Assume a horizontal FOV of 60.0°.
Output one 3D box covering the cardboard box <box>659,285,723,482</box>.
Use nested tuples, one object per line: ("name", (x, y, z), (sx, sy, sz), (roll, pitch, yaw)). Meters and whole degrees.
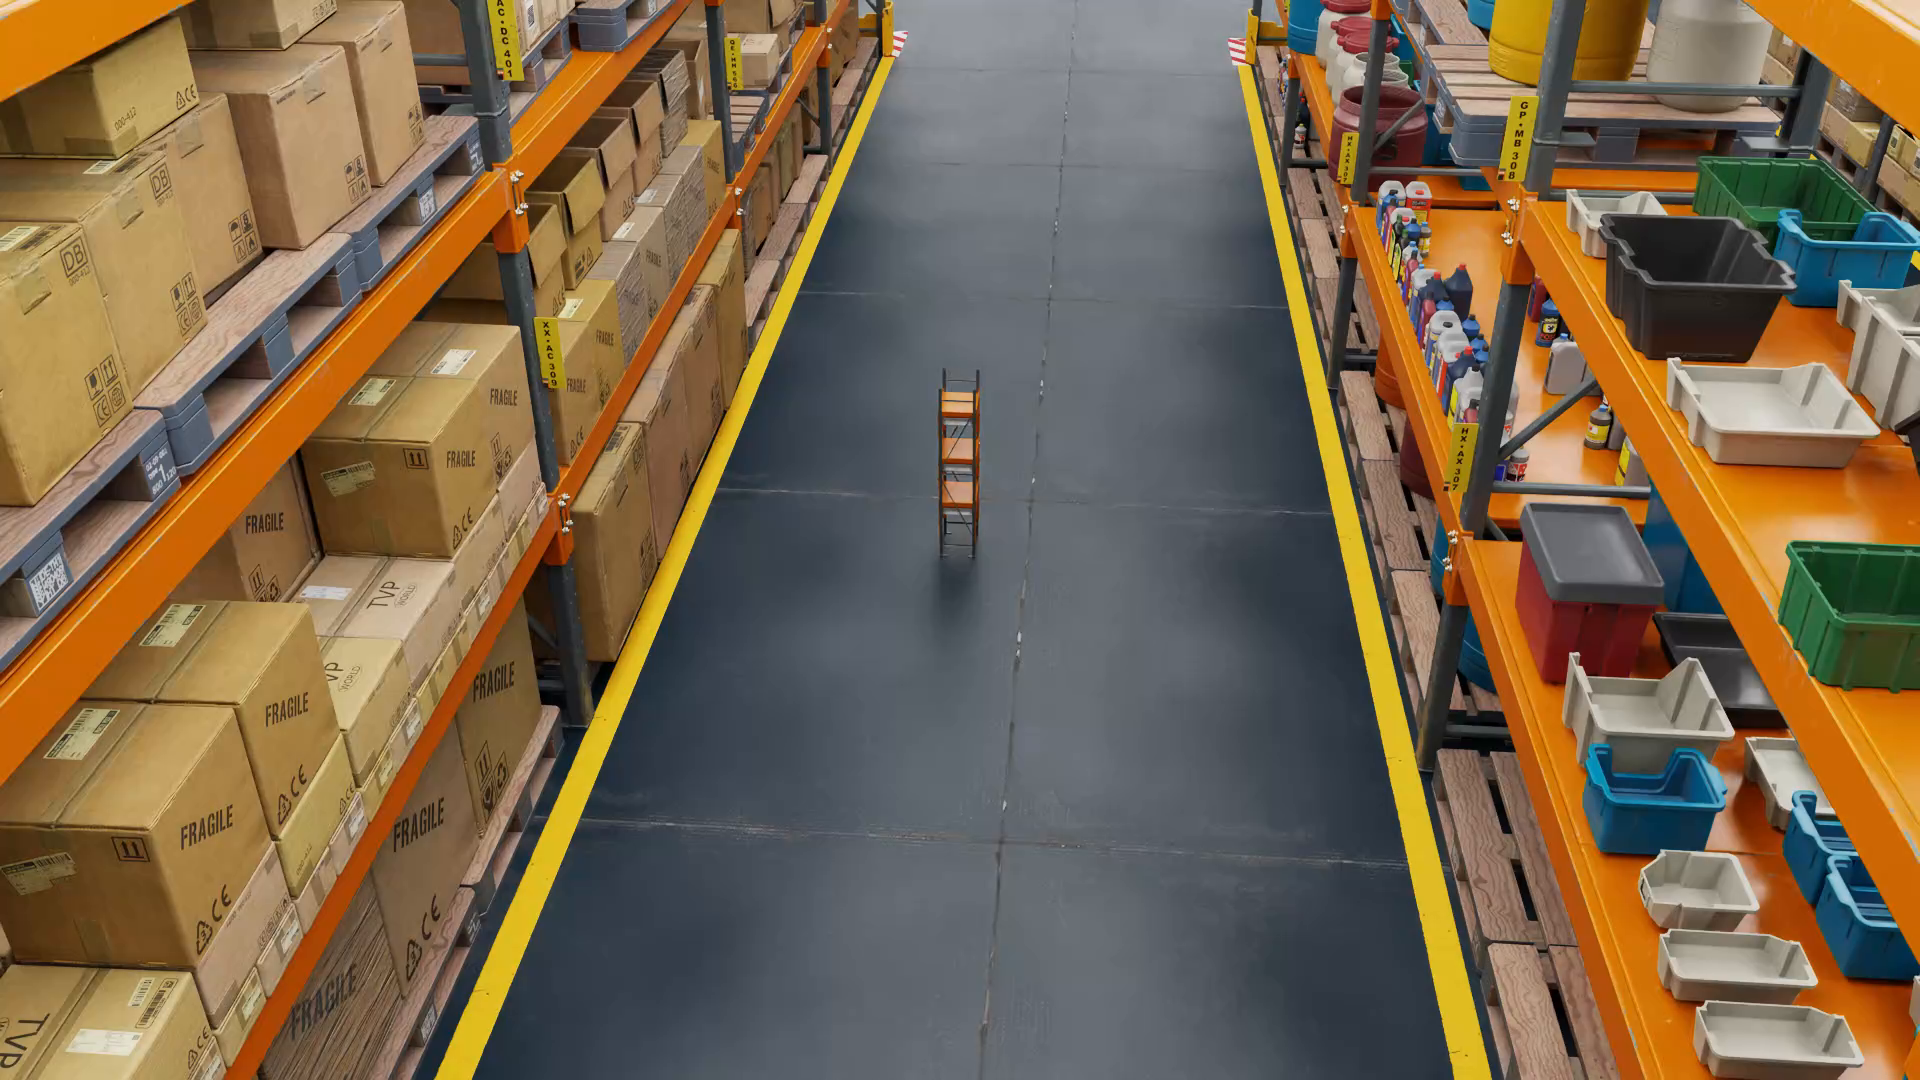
("cardboard box", (-2.124, -0.953, 9.842), (1.225, 0.875, 0.875), (3, 32, 4))

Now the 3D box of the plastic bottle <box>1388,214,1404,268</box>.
("plastic bottle", (2.519, -1.720, 9.574), (0.061, 0.283, 0.133), (2, 32, 4))

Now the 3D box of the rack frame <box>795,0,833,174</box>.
("rack frame", (-1.641, -4.596, 14.129), (1.000, 3.000, 0.127), (2, 32, 4))

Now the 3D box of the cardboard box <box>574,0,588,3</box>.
("cardboard box", (-2.111, -2.935, 8.076), (0.797, 0.503, 0.637), (2, 32, 3))

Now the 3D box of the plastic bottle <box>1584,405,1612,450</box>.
("plastic bottle", (2.966, -0.529, 7.719), (0.097, 0.201, 0.097), (0, 32, 0))

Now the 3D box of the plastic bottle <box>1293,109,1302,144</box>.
("plastic bottle", (3.006, -3.681, 14.814), (0.061, 0.283, 0.133), (4, 32, 6))

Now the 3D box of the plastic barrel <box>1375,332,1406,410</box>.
("plastic barrel", (2.947, -1.291, 10.434), (0.600, 0.830, 0.708), (2, 32, 4))

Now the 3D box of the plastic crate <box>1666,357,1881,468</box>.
("plastic crate", (2.240, -0.365, 4.656), (0.437, 0.136, 0.530), (2, 32, 4))

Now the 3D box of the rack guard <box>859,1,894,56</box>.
("rack guard", (-1.321, -5.584, 18.114), (1.175, 0.500, 0.348), (2, 32, 4))

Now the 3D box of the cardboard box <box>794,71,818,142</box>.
("cardboard box", (-1.568, -3.918, 15.011), (0.500, 0.500, 0.500), (2, 32, 2))

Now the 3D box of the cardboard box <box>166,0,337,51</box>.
("cardboard box", (-2.375, -1.781, 5.397), (0.500, 0.250, 0.500), (0, 32, 1))

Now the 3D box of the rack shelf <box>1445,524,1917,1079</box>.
("rack shelf", (2.482, 1.151, 5.489), (1.077, 0.370, 4.000), (2, 32, 4))

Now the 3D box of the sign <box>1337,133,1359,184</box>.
("sign", (2.421, -2.382, 10.381), (0.100, 0.325, 0.005), (2, 32, 4))

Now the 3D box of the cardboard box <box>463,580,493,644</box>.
("cardboard box", (-2.053, 0.271, 6.471), (0.380, 0.149, 0.250), (3, 32, 5))

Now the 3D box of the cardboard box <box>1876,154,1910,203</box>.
("cardboard box", (7.953, -2.979, 13.725), (0.500, 0.250, 0.500), (2, 32, 3))

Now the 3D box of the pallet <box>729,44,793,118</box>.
("pallet", (-1.846, -3.459, 12.467), (1.003, 0.211, 1.213), (2, 32, 4))

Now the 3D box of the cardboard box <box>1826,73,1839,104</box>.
("cardboard box", (8.142, -4.273, 15.110), (0.500, 0.500, 0.500), (2, 32, 4))

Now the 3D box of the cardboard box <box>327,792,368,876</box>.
("cardboard box", (-2.158, 0.942, 5.382), (0.380, 0.149, 0.250), (2, 32, 3))

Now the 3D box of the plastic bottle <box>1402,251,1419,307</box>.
("plastic bottle", (2.473, -1.428, 9.100), (0.061, 0.283, 0.133), (2, 32, 4))

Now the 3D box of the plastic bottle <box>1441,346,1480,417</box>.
("plastic bottle", (2.408, -0.771, 7.970), (0.144, 0.351, 0.185), (2, 32, 4))

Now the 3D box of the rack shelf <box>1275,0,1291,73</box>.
("rack shelf", (3.459, -5.124, 15.671), (1.077, 0.370, 4.000), (2, 32, 4))

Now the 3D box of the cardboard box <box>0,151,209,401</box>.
("cardboard box", (-2.469, -0.698, 4.353), (0.700, 0.500, 0.500), (0, 32, 1))

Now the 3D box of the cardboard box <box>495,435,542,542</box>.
("cardboard box", (-2.066, -0.233, 6.909), (0.500, 0.250, 0.500), (2, 32, 3))

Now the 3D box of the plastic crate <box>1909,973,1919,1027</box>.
("plastic crate", (2.831, 1.343, 4.686), (0.250, 0.136, 0.298), (2, 32, 4))

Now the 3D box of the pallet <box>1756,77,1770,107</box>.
("pallet", (8.538, -4.674, 16.913), (1.003, 0.211, 1.213), (2, 32, 4))

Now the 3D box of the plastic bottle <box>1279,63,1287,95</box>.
("plastic bottle", (3.127, -4.454, 16.069), (0.061, 0.283, 0.133), (3, 32, 5))

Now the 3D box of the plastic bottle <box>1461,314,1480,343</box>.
("plastic bottle", (2.581, -1.017, 8.444), (0.097, 0.271, 0.097), (0, 32, 0))

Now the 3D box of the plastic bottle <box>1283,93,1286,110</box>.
("plastic bottle", (3.102, -4.146, 15.647), (0.097, 0.201, 0.097), (0, 32, 0))

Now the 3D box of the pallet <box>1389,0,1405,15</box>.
("pallet", (2.810, -3.093, 9.012), (1.003, 0.211, 1.213), (2, 32, 4))

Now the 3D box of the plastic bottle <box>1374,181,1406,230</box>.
("plastic bottle", (2.613, -2.027, 10.079), (0.152, 0.276, 0.135), (2, 32, 4))

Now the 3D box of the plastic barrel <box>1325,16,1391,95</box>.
("plastic barrel", (2.940, -3.568, 12.331), (0.433, 0.535, 0.433), (0, 32, 0))

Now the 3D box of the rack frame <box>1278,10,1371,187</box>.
("rack frame", (3.296, -4.384, 13.785), (1.000, 3.000, 0.127), (2, 32, 4))

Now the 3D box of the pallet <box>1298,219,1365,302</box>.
("pallet", (3.174, -2.145, 12.810), (1.003, 0.211, 1.213), (2, 32, 4))

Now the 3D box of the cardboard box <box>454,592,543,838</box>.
("cardboard box", (-2.426, 0.655, 7.233), (0.875, 0.875, 0.875), (2, 32, 4))

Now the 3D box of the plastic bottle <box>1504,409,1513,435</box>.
("plastic bottle", (2.510, -0.532, 7.723), (0.097, 0.201, 0.097), (0, 32, 0))

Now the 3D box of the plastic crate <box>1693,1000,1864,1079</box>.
("plastic crate", (2.243, 1.392, 4.606), (0.396, 0.136, 0.243), (2, 32, 4))

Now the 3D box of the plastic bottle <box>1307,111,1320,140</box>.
("plastic bottle", (3.205, -3.787, 14.921), (0.144, 0.351, 0.185), (2, 32, 4))

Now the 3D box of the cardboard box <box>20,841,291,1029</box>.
("cardboard box", (-2.274, 1.105, 4.738), (0.500, 0.250, 0.500), (2, 32, 3))

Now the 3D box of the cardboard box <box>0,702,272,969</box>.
("cardboard box", (-2.269, 0.796, 4.524), (0.500, 0.500, 0.500), (2, 32, 3))

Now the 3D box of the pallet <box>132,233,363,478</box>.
("pallet", (-2.471, -0.588, 4.851), (1.003, 0.211, 1.213), (2, 32, 4))

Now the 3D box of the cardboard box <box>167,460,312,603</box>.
("cardboard box", (-2.671, -0.026, 5.857), (0.500, 0.500, 0.500), (1, 32, 2))

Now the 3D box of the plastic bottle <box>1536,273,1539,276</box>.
("plastic bottle", (3.268, -1.493, 9.283), (0.097, 0.201, 0.097), (0, 32, 0))

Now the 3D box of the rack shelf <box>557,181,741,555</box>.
("rack shelf", (-2.129, -1.152, 9.226), (1.077, 0.370, 4.000), (2, 32, 4))

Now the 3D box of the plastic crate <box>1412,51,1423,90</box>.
("plastic crate", (3.407, -3.152, 11.725), (0.402, 0.464, 0.583), (2, 32, 4))

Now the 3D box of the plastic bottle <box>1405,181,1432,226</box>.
("plastic bottle", (2.764, -2.021, 10.069), (0.152, 0.276, 0.135), (2, 32, 4))

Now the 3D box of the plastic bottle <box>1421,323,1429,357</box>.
("plastic bottle", (2.437, -1.045, 8.555), (0.097, 0.201, 0.097), (0, 32, 0))

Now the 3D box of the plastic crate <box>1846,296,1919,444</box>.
("plastic crate", (2.807, -0.482, 4.707), (0.437, 0.282, 0.530), (2, 32, 4))

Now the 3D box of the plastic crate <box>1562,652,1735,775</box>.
("plastic crate", (2.337, 0.614, 5.730), (0.437, 0.282, 0.530), (2, 32, 4))

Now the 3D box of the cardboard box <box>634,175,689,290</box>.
("cardboard box", (-1.845, -1.746, 9.409), (0.500, 0.500, 0.500), (1, 32, 2))

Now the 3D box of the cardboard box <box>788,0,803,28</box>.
("cardboard box", (-1.845, -4.621, 13.197), (1.000, 1.000, 1.000), (3, 32, 4))

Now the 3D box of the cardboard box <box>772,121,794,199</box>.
("cardboard box", (-1.770, -3.150, 13.746), (0.700, 0.500, 0.500), (2, 32, 4))

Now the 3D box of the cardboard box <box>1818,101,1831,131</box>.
("cardboard box", (8.129, -3.954, 15.308), (0.500, 0.250, 0.500), (2, 32, 4))

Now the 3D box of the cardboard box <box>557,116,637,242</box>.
("cardboard box", (-2.146, -1.901, 8.704), (0.797, 0.503, 0.637), (3, 32, 6))

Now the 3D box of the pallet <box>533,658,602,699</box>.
("pallet", (-2.304, 0.368, 8.732), (1.003, 0.211, 1.213), (2, 32, 4))

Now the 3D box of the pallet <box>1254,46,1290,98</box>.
("pallet", (3.591, -4.822, 17.154), (1.003, 0.211, 1.213), (2, 32, 4))

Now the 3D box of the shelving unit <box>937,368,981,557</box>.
("shelving unit", (-0.004, -0.419, 9.209), (0.215, 1.050, 0.252), (2, 32, 4))

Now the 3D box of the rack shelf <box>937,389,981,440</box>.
("rack shelf", (-0.004, -0.652, 9.066), (0.215, 0.259, 0.240), (2, 32, 4))

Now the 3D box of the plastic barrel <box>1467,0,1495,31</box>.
("plastic barrel", (2.631, -2.769, 7.428), (0.600, 0.901, 0.708), (2, 32, 4))
